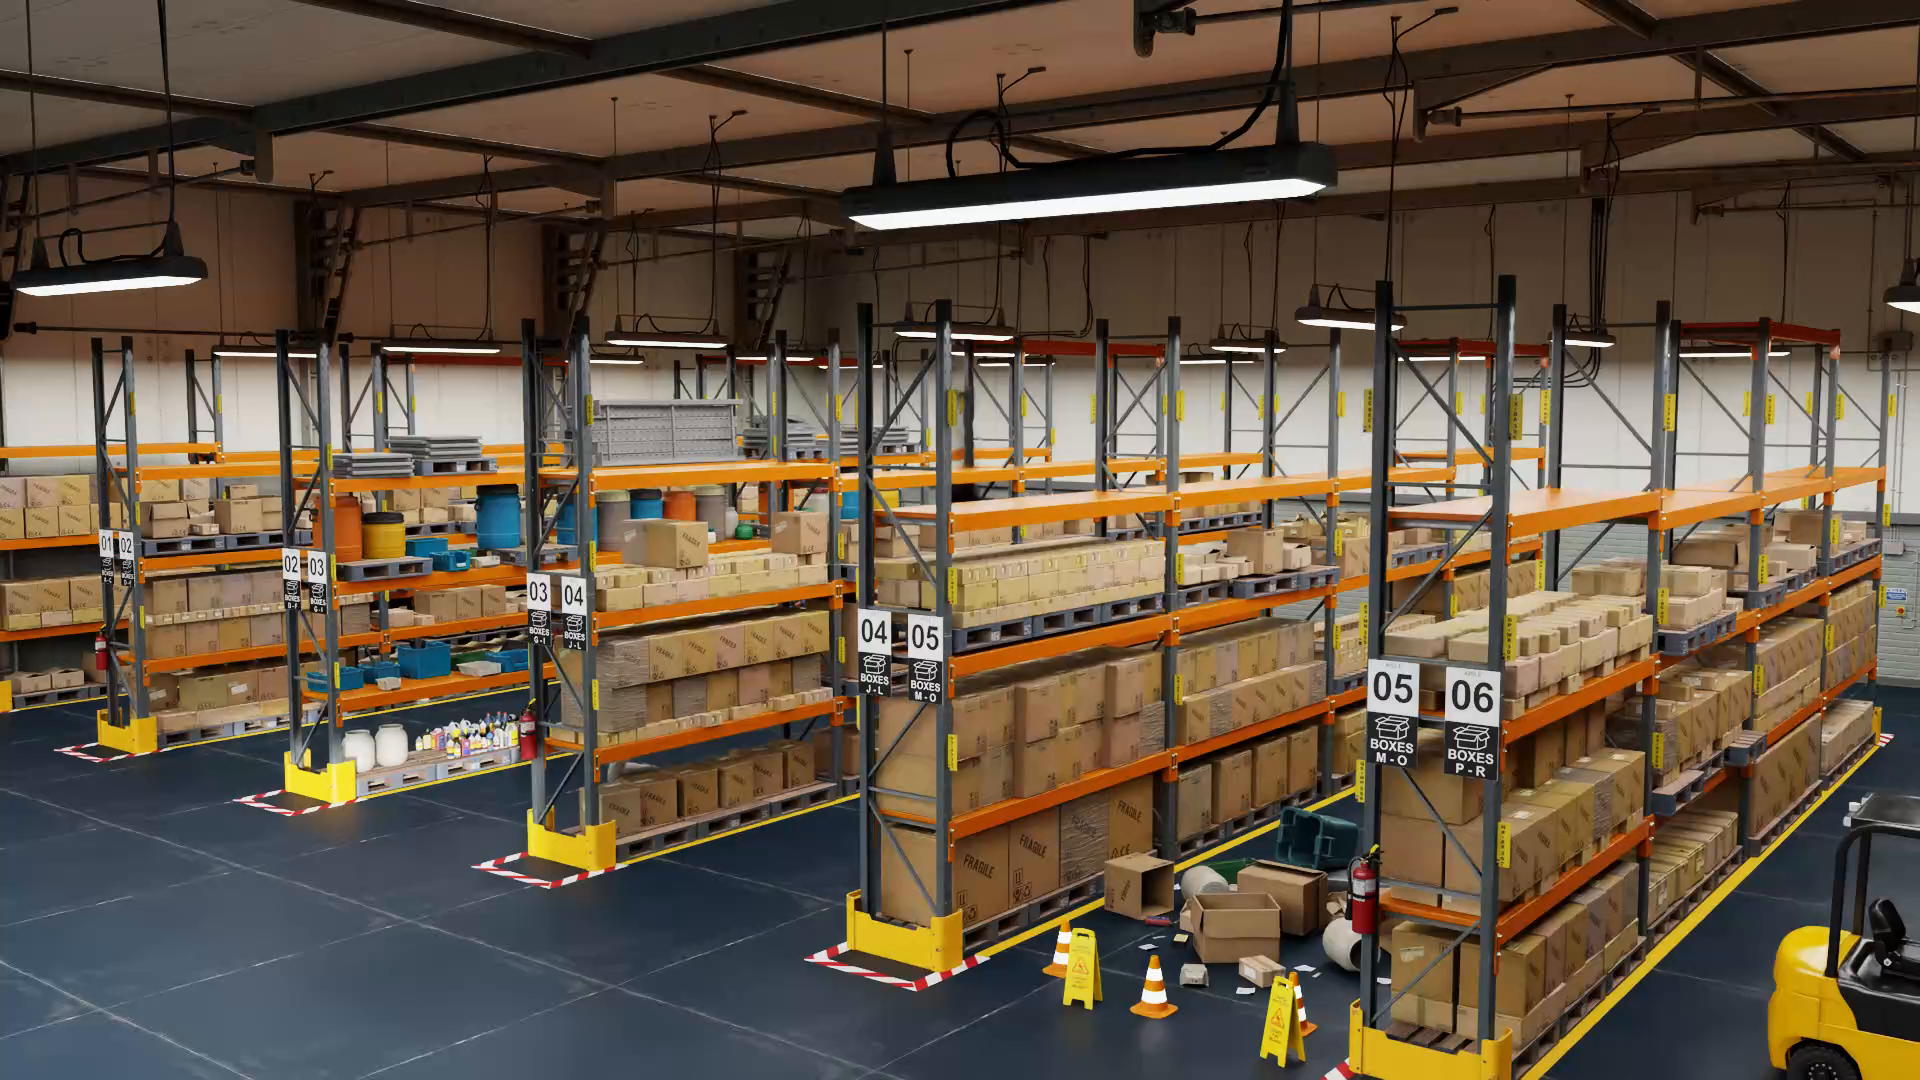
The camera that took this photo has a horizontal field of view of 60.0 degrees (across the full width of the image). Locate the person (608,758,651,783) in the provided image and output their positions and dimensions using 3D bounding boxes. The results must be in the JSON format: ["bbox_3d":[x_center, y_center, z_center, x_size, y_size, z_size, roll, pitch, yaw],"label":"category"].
[{"bbox_3d":[-4.209,2.563,20.907,0.606,1.663,0.919,4,6,37],"label":"person"}]
